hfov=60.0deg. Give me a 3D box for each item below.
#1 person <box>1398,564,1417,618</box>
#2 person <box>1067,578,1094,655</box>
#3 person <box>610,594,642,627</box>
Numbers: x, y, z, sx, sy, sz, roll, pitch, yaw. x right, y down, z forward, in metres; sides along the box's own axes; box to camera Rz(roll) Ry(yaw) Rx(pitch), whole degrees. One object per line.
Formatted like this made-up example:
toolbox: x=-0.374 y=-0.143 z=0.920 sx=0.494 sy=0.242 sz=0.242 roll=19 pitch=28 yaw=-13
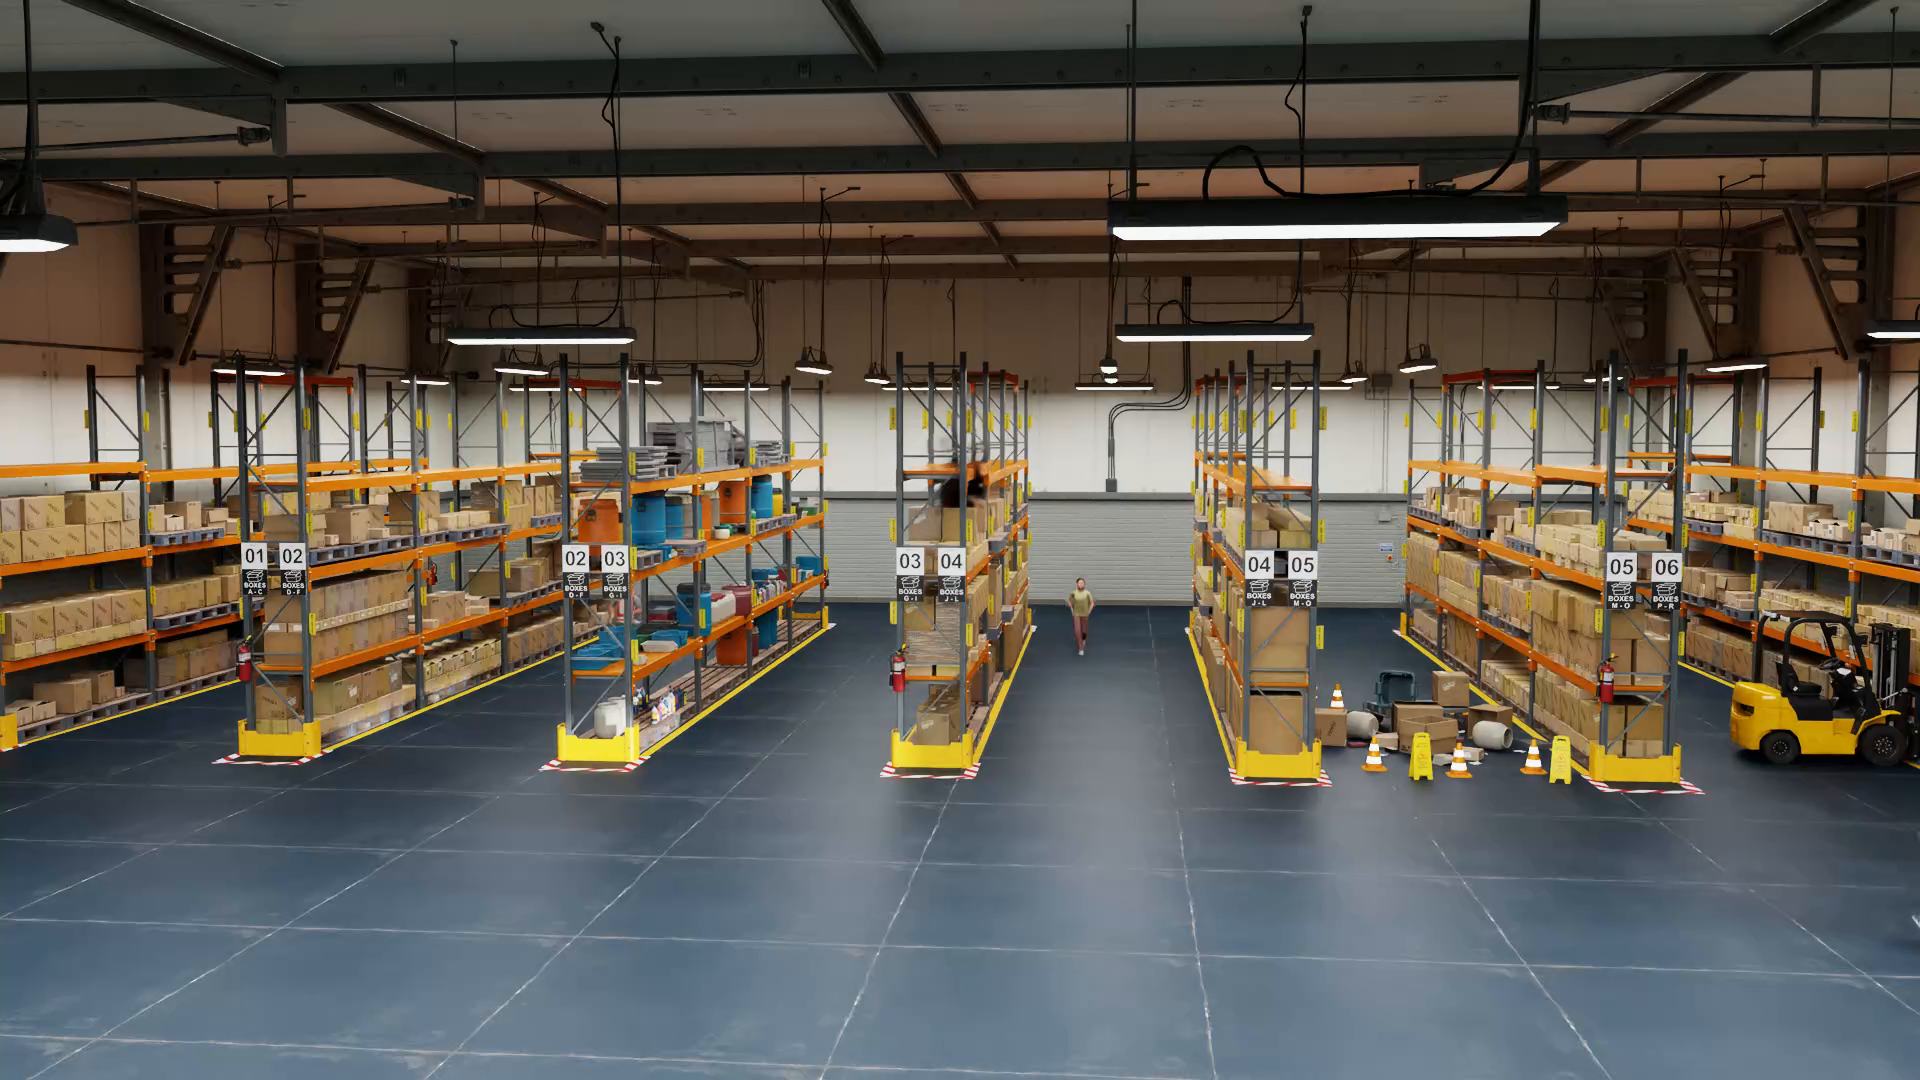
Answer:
person: x=10.957 y=1.357 z=40.352 sx=0.626 sy=1.607 sz=0.568 roll=1 pitch=4 yaw=17
person: x=2.606 y=1.640 z=35.982 sx=0.580 sy=1.646 sz=0.721 roll=0 pitch=4 yaw=4
person: x=-6.842 y=1.700 z=34.035 sx=0.645 sy=1.740 sz=0.606 roll=-1 pitch=4 yaw=-11
